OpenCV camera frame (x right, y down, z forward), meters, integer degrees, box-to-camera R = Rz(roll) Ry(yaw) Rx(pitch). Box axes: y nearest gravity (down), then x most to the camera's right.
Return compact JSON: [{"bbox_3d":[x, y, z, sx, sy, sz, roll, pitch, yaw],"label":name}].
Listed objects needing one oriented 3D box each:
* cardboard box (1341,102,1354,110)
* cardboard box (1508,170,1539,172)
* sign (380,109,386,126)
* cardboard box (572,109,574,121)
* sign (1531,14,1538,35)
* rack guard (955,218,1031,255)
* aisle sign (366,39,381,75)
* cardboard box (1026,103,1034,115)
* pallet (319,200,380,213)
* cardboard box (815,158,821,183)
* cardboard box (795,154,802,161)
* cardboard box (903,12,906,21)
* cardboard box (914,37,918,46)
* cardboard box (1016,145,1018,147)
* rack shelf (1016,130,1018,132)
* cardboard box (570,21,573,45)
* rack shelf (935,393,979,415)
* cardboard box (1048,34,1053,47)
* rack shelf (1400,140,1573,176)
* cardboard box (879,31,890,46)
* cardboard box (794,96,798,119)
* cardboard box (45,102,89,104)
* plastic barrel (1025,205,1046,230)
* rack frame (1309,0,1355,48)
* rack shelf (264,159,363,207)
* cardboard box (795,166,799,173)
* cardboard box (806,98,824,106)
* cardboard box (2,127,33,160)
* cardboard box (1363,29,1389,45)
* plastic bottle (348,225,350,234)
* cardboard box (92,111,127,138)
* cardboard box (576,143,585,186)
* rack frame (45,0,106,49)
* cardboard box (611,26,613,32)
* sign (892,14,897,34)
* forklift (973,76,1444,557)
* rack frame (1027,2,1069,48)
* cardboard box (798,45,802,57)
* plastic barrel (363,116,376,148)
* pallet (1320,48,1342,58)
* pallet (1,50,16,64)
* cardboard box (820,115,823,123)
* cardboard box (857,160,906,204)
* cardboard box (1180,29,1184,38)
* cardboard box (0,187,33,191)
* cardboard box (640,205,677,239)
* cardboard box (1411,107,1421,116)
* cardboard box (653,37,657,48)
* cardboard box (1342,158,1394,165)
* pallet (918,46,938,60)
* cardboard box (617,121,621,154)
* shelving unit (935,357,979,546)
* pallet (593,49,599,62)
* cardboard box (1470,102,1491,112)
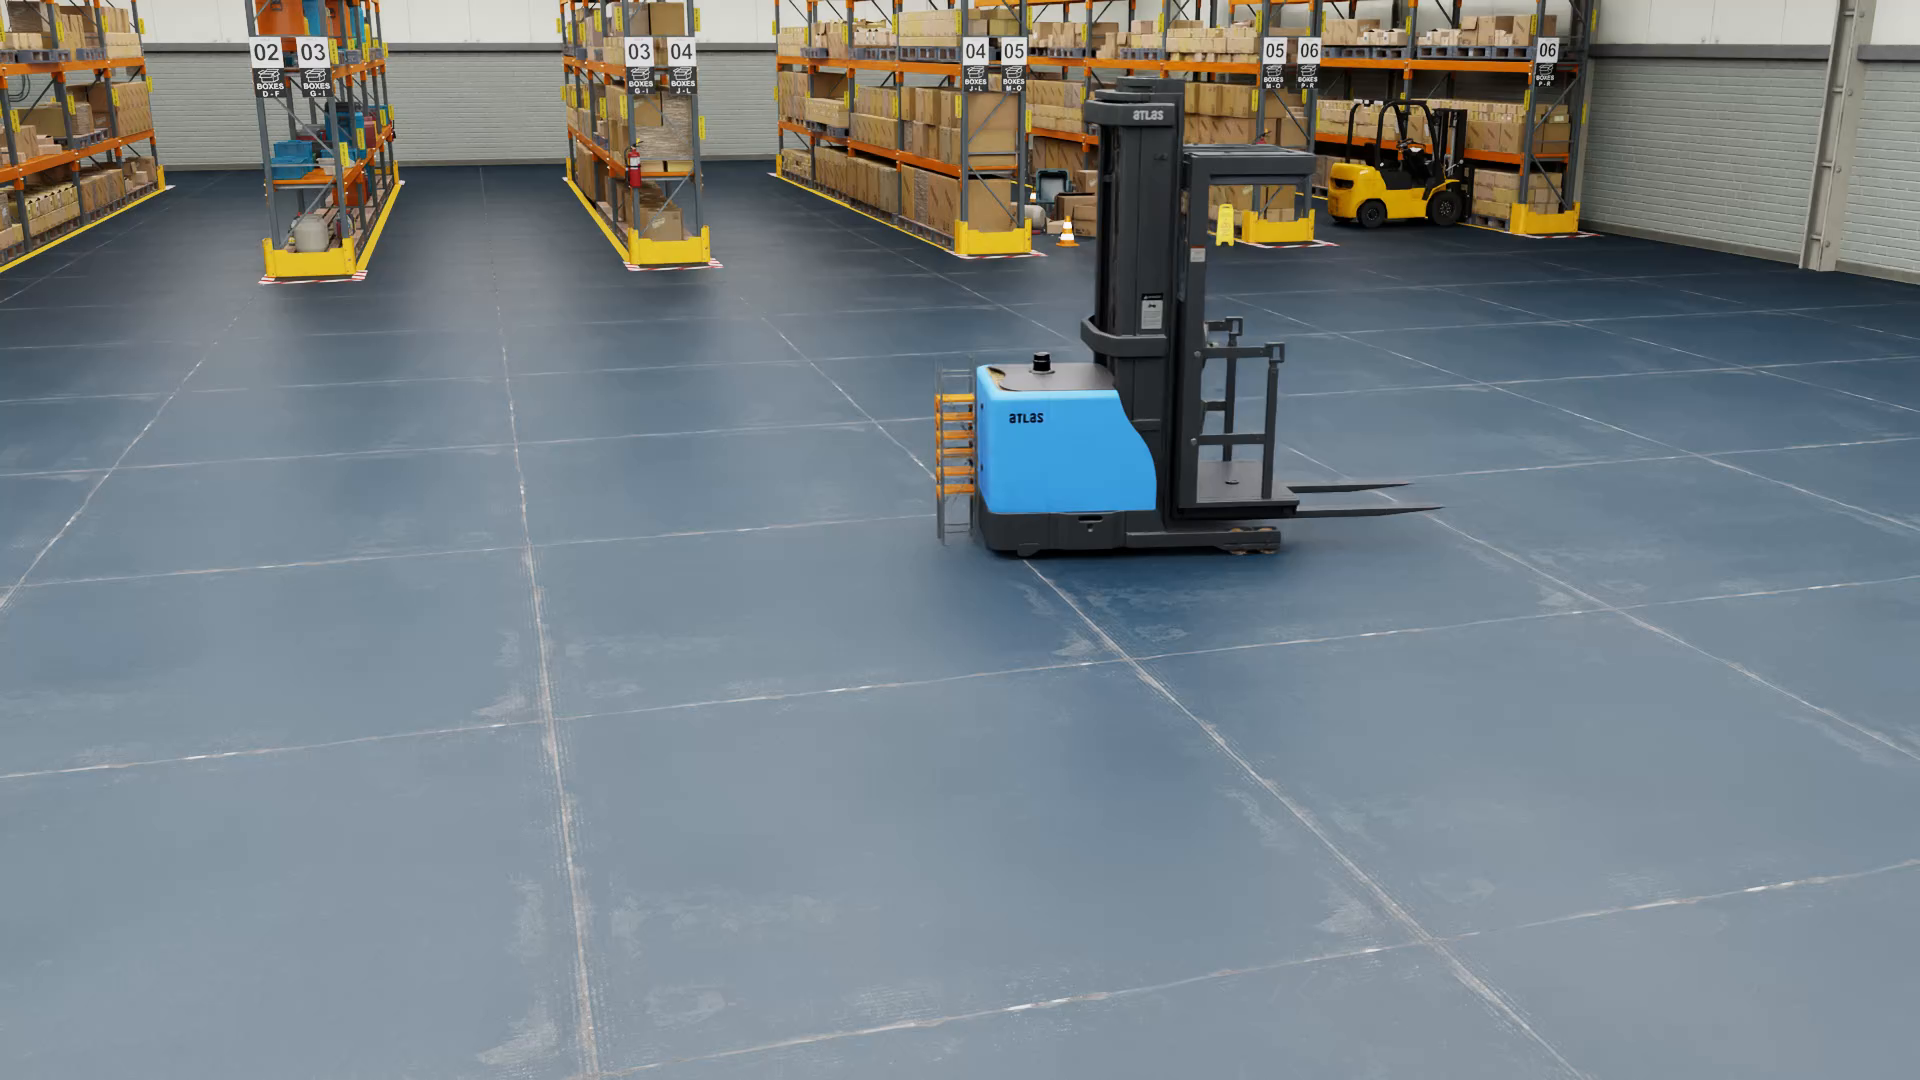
[{"bbox_3d":[7.980,-8.832,33.840,0.380,0.149,0.250,-4,17,-14],"label":"cardboard box"},{"bbox_3d":[9.919,-6.377,29.280,0.500,0.250,0.500,-5,17,-15],"label":"cardboard box"},{"bbox_3d":[-11.821,-8.655,34.069,0.100,0.325,0.005,-5,17,-15],"label":"sign"},{"bbox_3d":[-8.247,-9.327,36.532,0.500,0.250,0.500,-4,17,-14],"label":"cardboard box"},{"bbox_3d":[9.484,-8.512,27.460,0.100,0.325,0.005,-5,17,-15],"label":"sign"},{"bbox_3d":[0.513,-4.712,25.769,1.175,0.500,0.348,-5,17,-15],"label":"rack guard"},{"bbox_3d":[-13.188,-10.874,37.419,0.394,0.787,0.004,-5,17,-15],"label":"aisle sign"},{"bbox_3d":[1.790,-9.678,37.348,0.500,0.250,0.500,-5,17,-17],"label":"cardboard box"},{"bbox_3d":[-11.508,-6.252,31.399,1.003,0.211,1.213,-5,17,-15],"label":"pallet"},{"bbox_3d":[-2.843,-8.014,36.031,0.500,0.500,0.500,-4,17,-13],"label":"cardboard box"},{"bbox_3d":[-3.569,-8.788,38.187,0.380,0.149,0.250,-5,18,-17],"label":"cardboard box"},{"bbox_3d":[-0.748,-8.771,27.871,0.380,0.149,0.250,-5,17,-16],"label":"cardboard box"},{"bbox_3d":[-0.538,-8.178,27.284,0.380,0.149,0.250,-5,17,-16],"label":"cardboard box"},{"bbox_3d":[1.119,-9.560,41.288,0.875,0.438,0.875,-5,18,-17],"label":"cardboard box"},{"bbox_3d":[1.391,-9.863,39.823,1.077,0.370,4.000,-5,17,-15],"label":"rack shelf"},{"bbox_3d":[-8.266,-11.267,36.954,0.700,0.500,0.500,-6,18,-19],"label":"cardboard box"},{"bbox_3d":[-0.023,-0.875,10.676,0.258,0.103,0.180,-3,16,-8],"label":"rack shelf"},{"bbox_3d":[2.106,-10.695,35.631,0.396,0.266,0.258,-3,17,-11],"label":"cardboard box"},{"bbox_3d":[9.460,-6.937,30.083,1.077,0.370,4.000,-5,17,-15],"label":"rack shelf"},{"bbox_3d":[-1.144,-8.960,29.709,0.500,0.250,0.500,-5,17,-16],"label":"cardboard box"},{"bbox_3d":[-3.473,-9.818,37.733,0.500,0.500,0.500,-5,17,-16],"label":"cardboard box"},{"bbox_3d":[-17.199,-8.189,32.096,0.700,0.500,0.500,-12,20,-34],"label":"cardboard box"},{"bbox_3d":[1.194,-5.596,28.845,0.512,0.421,0.421,7,18,23],"label":"plastic barrel"},{"bbox_3d":[7.811,-11.814,34.641,1.000,3.000,0.127,-5,17,-15],"label":"rack frame"},{"bbox_3d":[-9.602,-5.369,24.861,1.077,0.370,4.000,-5,17,-15],"label":"rack shelf"},{"bbox_3d":[-3.616,-8.580,38.527,0.380,0.149,0.250,-5,17,-15],"label":"cardboard box"},{"bbox_3d":[-3.125,-9.455,35.888,0.380,0.149,0.250,-4,17,-12],"label":"cardboard box"},{"bbox_3d":[-15.393,-6.422,26.942,0.500,0.500,0.500,-5,17,-15],"label":"cardboard box"},{"bbox_3d":[8.266,-9.871,32.637,0.500,0.311,0.500,-5,18,-17],"label":"cardboard box"},{"bbox_3d":[-9.373,-4.713,25.404,0.097,0.271,0.097,0,17,0],"label":"plastic bottle"},{"bbox_3d":[-16.992,-8.299,33.192,0.500,0.500,0.500,-4,17,-14],"label":"cardboard box"},{"bbox_3d":[-7.393,-7.879,34.931,1.225,0.875,0.875,-5,17,-15],"label":"cardboard box"},{"bbox_3d":[-17.114,-10.962,31.803,1.000,3.000,0.127,-5,17,-15],"label":"rack frame"},{"bbox_3d":[-5.424,-8.483,27.855,0.797,0.503,0.637,-6,18,-18],"label":"cardboard box"},{"bbox_3d":[-1.112,-8.811,28.412,0.100,0.325,0.005,-5,17,-15],"label":"sign"},{"bbox_3d":[1.636,-1.458,10.713,3.031,2.935,1.130,-2,17,-6],"label":"forklift"},{"bbox_3d":[1.940,-12.527,37.015,1.000,3.000,0.127,-5,17,-15],"label":"rack frame"},{"bbox_3d":[-3.312,-10.853,36.916,0.500,0.250,0.500,-5,17,-15],"label":"cardboard box"},{"bbox_3d":[-10.832,-7.333,29.915,0.600,0.536,0.708,-5,17,-15],"label":"plastic barrel"},{"bbox_3d":[8.084,-10.107,34.498,1.213,0.211,1.003,-4,17,-13],"label":"pallet"},{"bbox_3d":[-15.170,-7.464,25.704,0.805,0.209,1.217,-5,18,-17],"label":"pallet"},{"bbox_3d":[-2.695,-8.740,34.540,0.380,0.149,0.250,-6,18,-18],"label":"cardboard box"},{"bbox_3d":[-1.368,-6.835,31.673,1.050,0.750,0.750,-4,17,-14],"label":"cardboard box"},{"bbox_3d":[4.075,-8.883,29.148,0.380,0.149,0.250,-5,18,-17],"label":"cardboard box"},{"bbox_3d":[-16.001,-5.822,28.196,0.500,0.311,0.500,-5,17,-17],"label":"cardboard box"},{"bbox_3d":[-4.643,-4.892,25.639,0.500,0.500,0.500,0,17,-1],"label":"cardboard box"},{"bbox_3d":[8.745,-8.084,31.350,0.380,0.149,0.250,-5,17,-16],"label":"cardboard box"},{"bbox_3d":[-4.625,-7.241,24.196,0.380,0.149,0.250,-5,18,-17],"label":"cardboard box"},{"bbox_3d":[8.342,-7.465,33.988,0.875,0.625,0.625,-5,18,-18],"label":"cardboard box"},{"bbox_3d":[-0.046,-7.852,26.819,1.003,0.211,1.213,-5,17,-15],"label":"pallet"},{"bbox_3d":[-4.890,-6.306,26.040,0.875,0.500,0.500,-5,17,-15],"label":"cardboard box"},{"bbox_3d":[-0.020,-0.572,10.763,0.258,1.200,0.189,-3,16,-8],"label":"shelving unit"},{"bbox_3d":[-5.745,-8.470,29.049,1.213,0.211,1.003,-5,17,-15],"label":"pallet"},{"bbox_3d":[9.261,-7.657,29.410,0.380,0.149,0.250,-4,17,-14],"label":"cardboard box"}]
